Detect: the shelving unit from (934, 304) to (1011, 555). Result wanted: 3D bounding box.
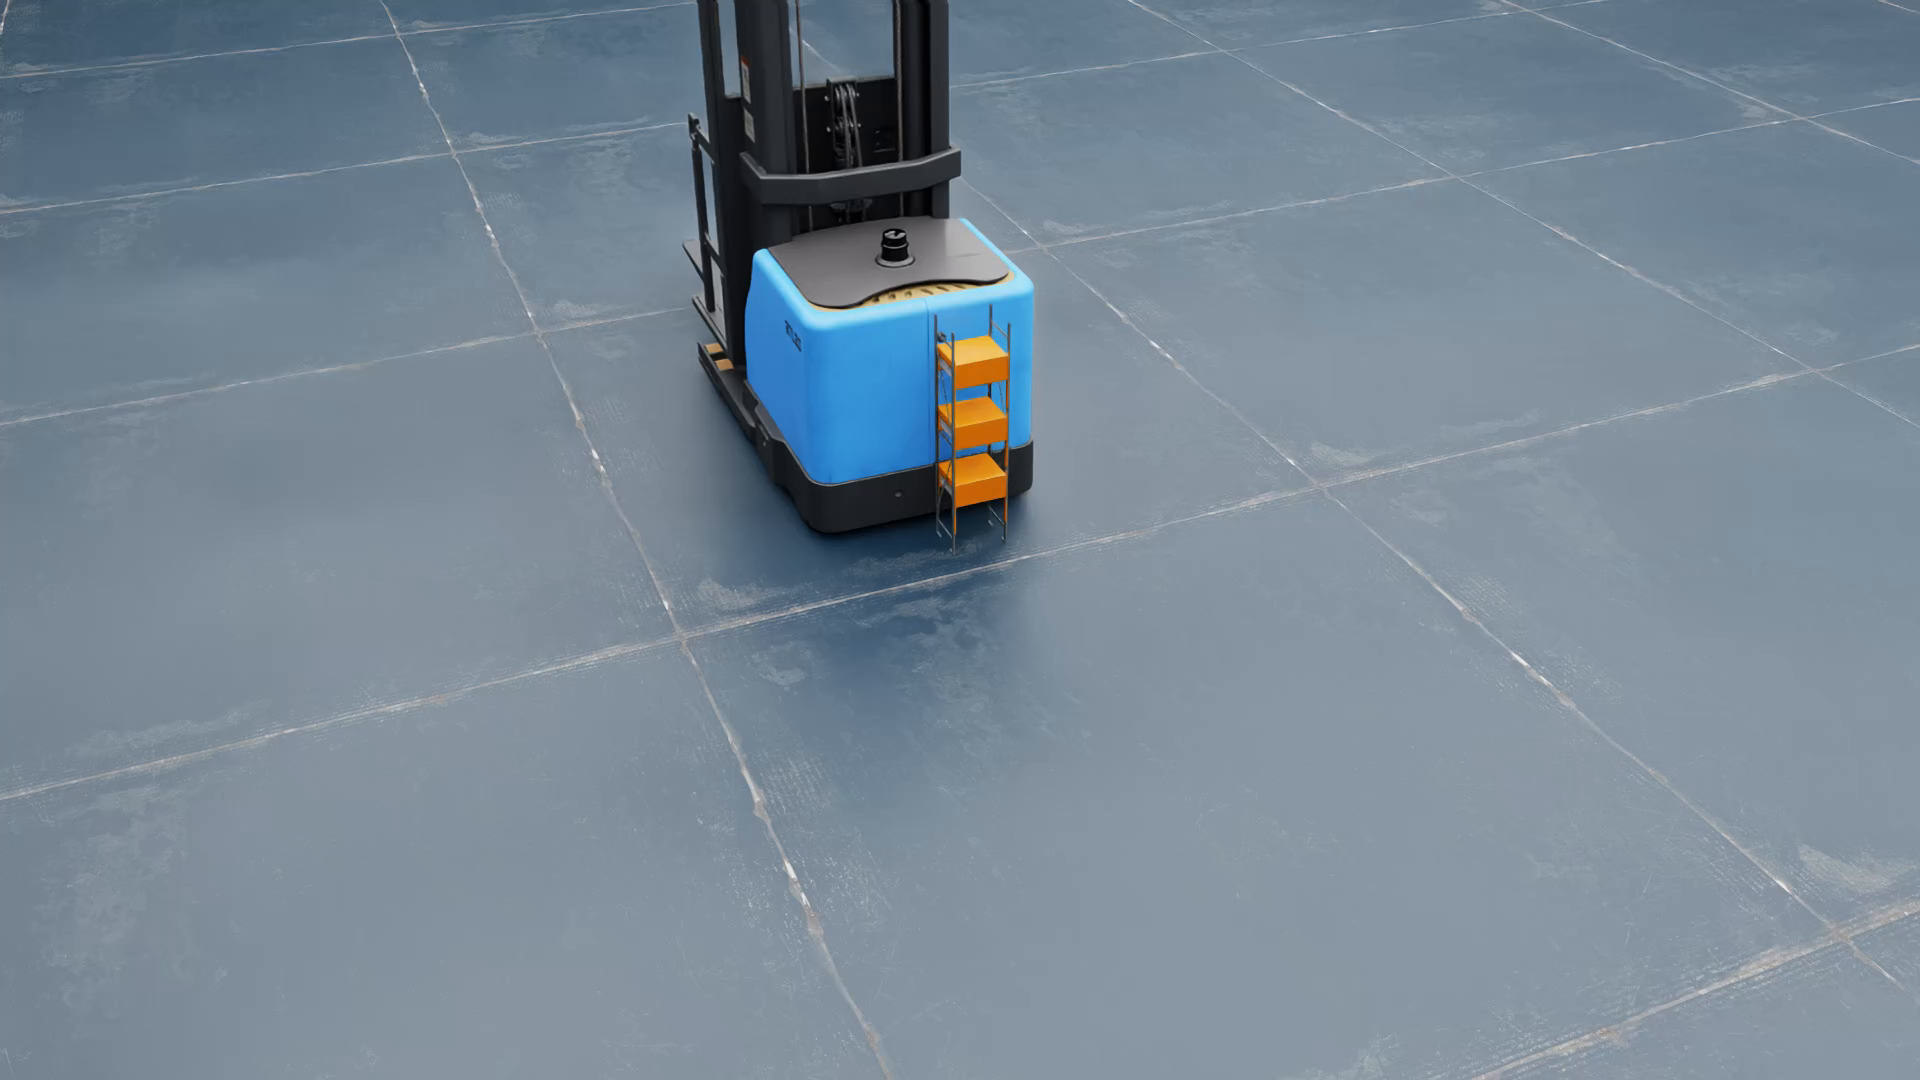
[{"bbox_3d":[0.049,-0.451,6.981,0.252,1.050,0.215,-13,35,-19],"label":"shelving unit"}]

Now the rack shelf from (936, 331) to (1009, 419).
[{"bbox_3d":[0.049,-0.680,6.832,0.240,0.259,0.215,-13,35,-19],"label":"rack shelf"}]

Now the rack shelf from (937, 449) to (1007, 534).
[{"bbox_3d":[0.049,-0.210,7.138,0.240,0.259,0.215,-13,35,-19],"label":"rack shelf"}]

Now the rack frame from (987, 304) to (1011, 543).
[{"bbox_3d":[0.162,-0.477,7.021,0.008,1.050,0.200,-13,35,-19],"label":"rack frame"}]

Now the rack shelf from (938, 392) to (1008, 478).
[{"bbox_3d":[0.049,-0.442,6.987,0.240,0.259,0.215,-13,35,-19],"label":"rack shelf"}]

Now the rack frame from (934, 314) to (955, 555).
[{"bbox_3d":[-0.063,-0.426,6.941,0.008,1.050,0.200,-13,35,-19],"label":"rack frame"}]

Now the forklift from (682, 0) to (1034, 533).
[{"bbox_3d":[-0.696,-2.053,7.718,1.130,2.935,3.031,-12,35,-18],"label":"forklift"}]
